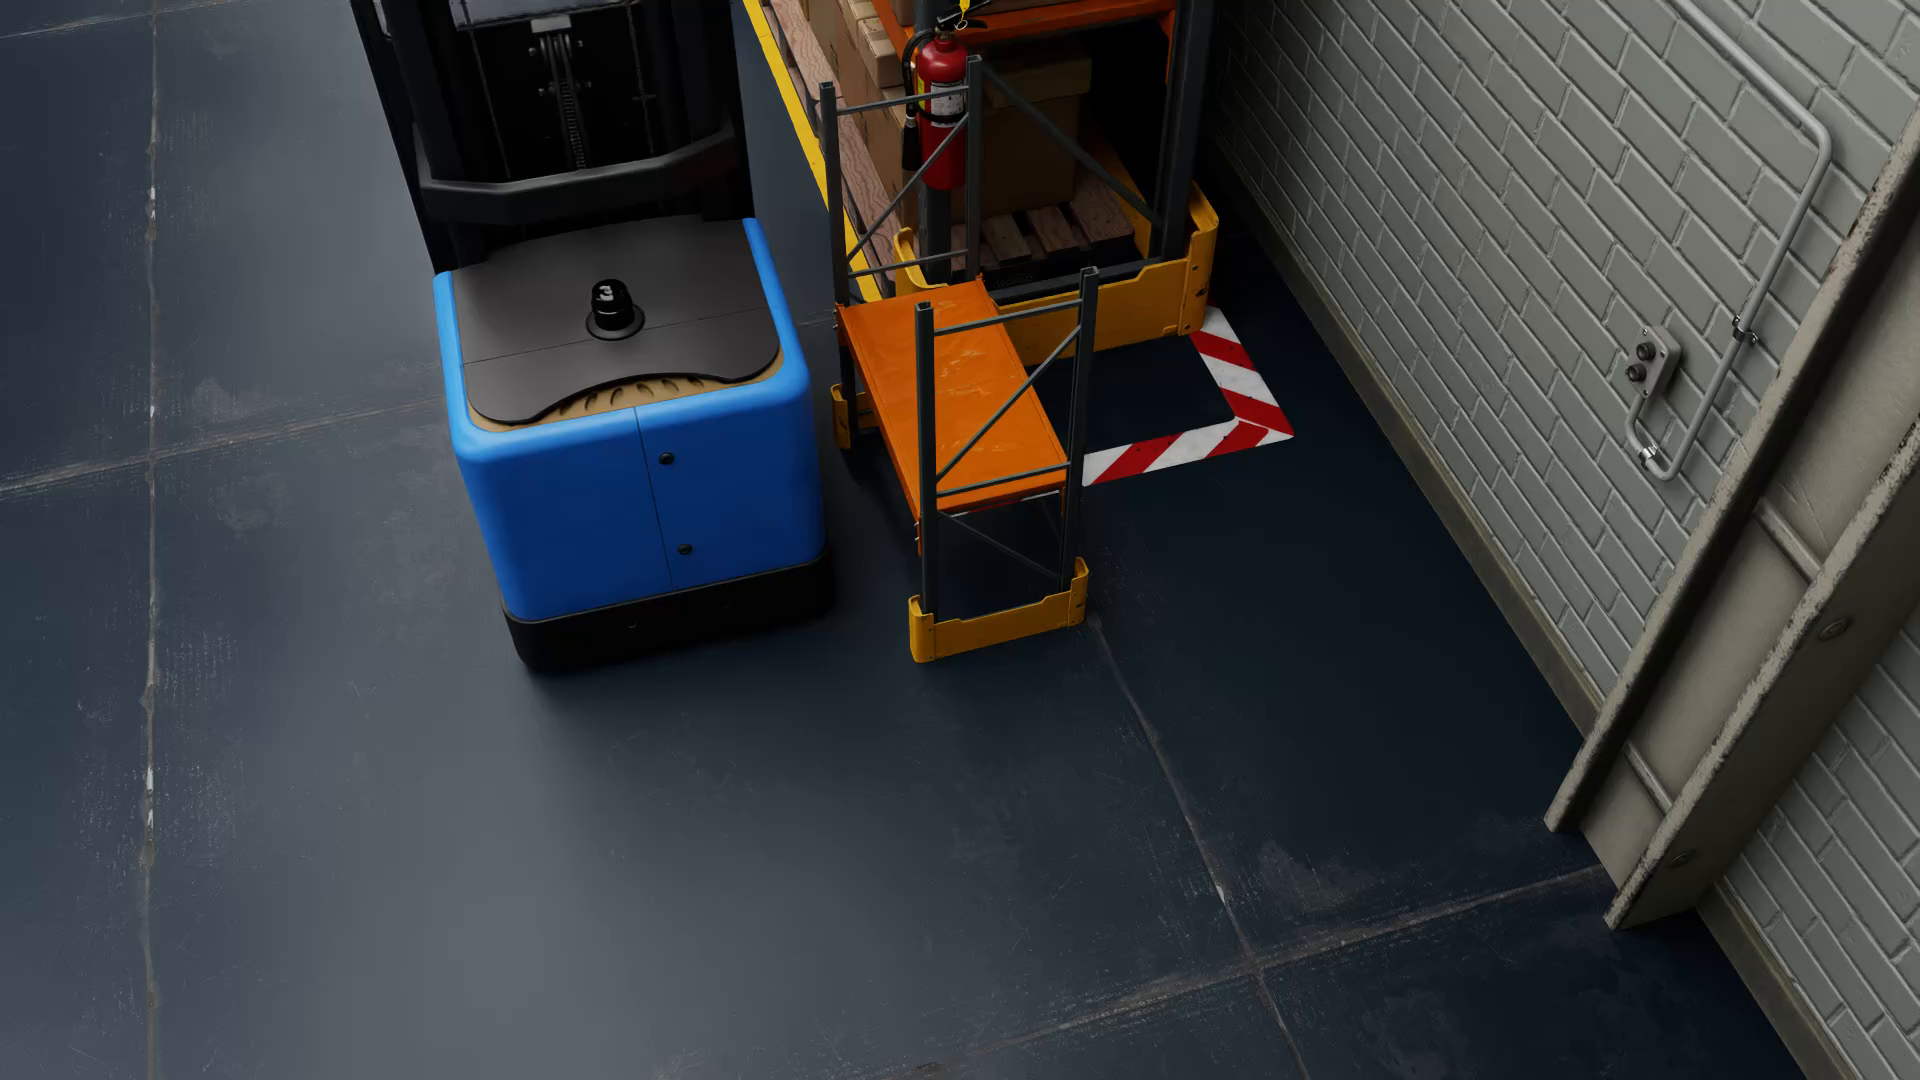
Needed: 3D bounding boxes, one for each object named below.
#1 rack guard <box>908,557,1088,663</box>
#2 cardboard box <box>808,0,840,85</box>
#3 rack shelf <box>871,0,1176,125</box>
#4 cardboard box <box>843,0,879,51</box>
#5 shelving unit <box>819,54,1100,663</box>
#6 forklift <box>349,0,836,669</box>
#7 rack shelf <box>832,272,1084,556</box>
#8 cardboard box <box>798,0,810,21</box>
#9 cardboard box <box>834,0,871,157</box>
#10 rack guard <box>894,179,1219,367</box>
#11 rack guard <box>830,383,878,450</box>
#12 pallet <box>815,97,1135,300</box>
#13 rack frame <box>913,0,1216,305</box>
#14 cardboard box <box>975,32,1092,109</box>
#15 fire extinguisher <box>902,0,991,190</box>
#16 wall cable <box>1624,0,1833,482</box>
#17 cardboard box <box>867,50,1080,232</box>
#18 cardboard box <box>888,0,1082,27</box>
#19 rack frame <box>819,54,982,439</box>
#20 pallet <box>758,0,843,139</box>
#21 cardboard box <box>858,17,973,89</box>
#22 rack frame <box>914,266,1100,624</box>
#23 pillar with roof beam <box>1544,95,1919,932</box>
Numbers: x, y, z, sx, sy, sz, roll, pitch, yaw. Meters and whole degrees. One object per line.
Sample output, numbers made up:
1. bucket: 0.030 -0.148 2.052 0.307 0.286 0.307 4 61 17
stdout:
1. rack guard: 0.125 0.227 5.395 0.587 0.250 0.087 -13 51 -11
2. cardboard box: -0.253 -2.343 7.124 0.700 0.500 0.500 -15 51 -12
3. rack shelf: -0.245 -3.021 6.805 1.077 0.370 4.000 -13 51 -11
4. cardboard box: -0.244 -2.059 6.460 0.380 0.149 0.250 -12 51 -10
5. shelving unit: -0.023 -0.539 5.223 0.587 1.500 1.083 -13 51 -11
6. forklift: -1.308 -1.690 5.257 1.130 2.935 3.031 -12 51 -10
7. rack shelf: -0.025 -0.430 5.367 0.538 0.185 1.000 -13 51 -11
8. cardboard box: -0.418 -2.731 7.450 0.700 0.500 0.500 -12 51 -10
9. cardboard box: -0.104 -1.976 6.814 0.700 0.500 0.500 -13 51 -11
10. rack guard: 0.354 -0.969 6.240 1.175 0.500 0.348 -13 51 -11
11. rack guard: -0.170 -0.500 6.008 0.587 0.250 0.087 -13 51 -11
12. pallet: 0.035 -1.460 6.842 1.003 0.211 1.213 -13 51 -11
13. rack frame: 0.347 -1.792 5.299 1.000 3.000 0.127 -13 51 -11
14. cardboard box: 0.272 -1.773 6.219 0.380 0.149 0.250 -13 51 -11
15. fire extinguisher: -0.050 -1.432 5.290 0.296 0.674 0.183 -13 51 -11
16. wall cable: 1.629 -1.398 4.302 0.084 1.984 1.851 -13 51 -11
17. cardboard box: 0.044 -1.610 6.506 0.700 0.500 0.500 -13 51 -11
18. cardboard box: 0.186 -2.259 5.496 0.980 0.700 0.700 -11 51 -9
19. rack frame: -0.176 -0.917 5.542 0.500 1.500 0.032 -13 51 -11
20. pallet: -0.322 -2.349 7.592 1.003 0.211 1.213 -13 51 -11
21. cardboard box: -0.168 -1.872 6.302 0.380 0.149 0.250 -14 51 -11
22. rack frame: 0.125 -0.174 4.916 0.500 1.500 0.032 -13 51 -11
23. pillar with roof beam: -2.141 -0.976 0.687 9.100 9.000 0.400 -13 51 -11
